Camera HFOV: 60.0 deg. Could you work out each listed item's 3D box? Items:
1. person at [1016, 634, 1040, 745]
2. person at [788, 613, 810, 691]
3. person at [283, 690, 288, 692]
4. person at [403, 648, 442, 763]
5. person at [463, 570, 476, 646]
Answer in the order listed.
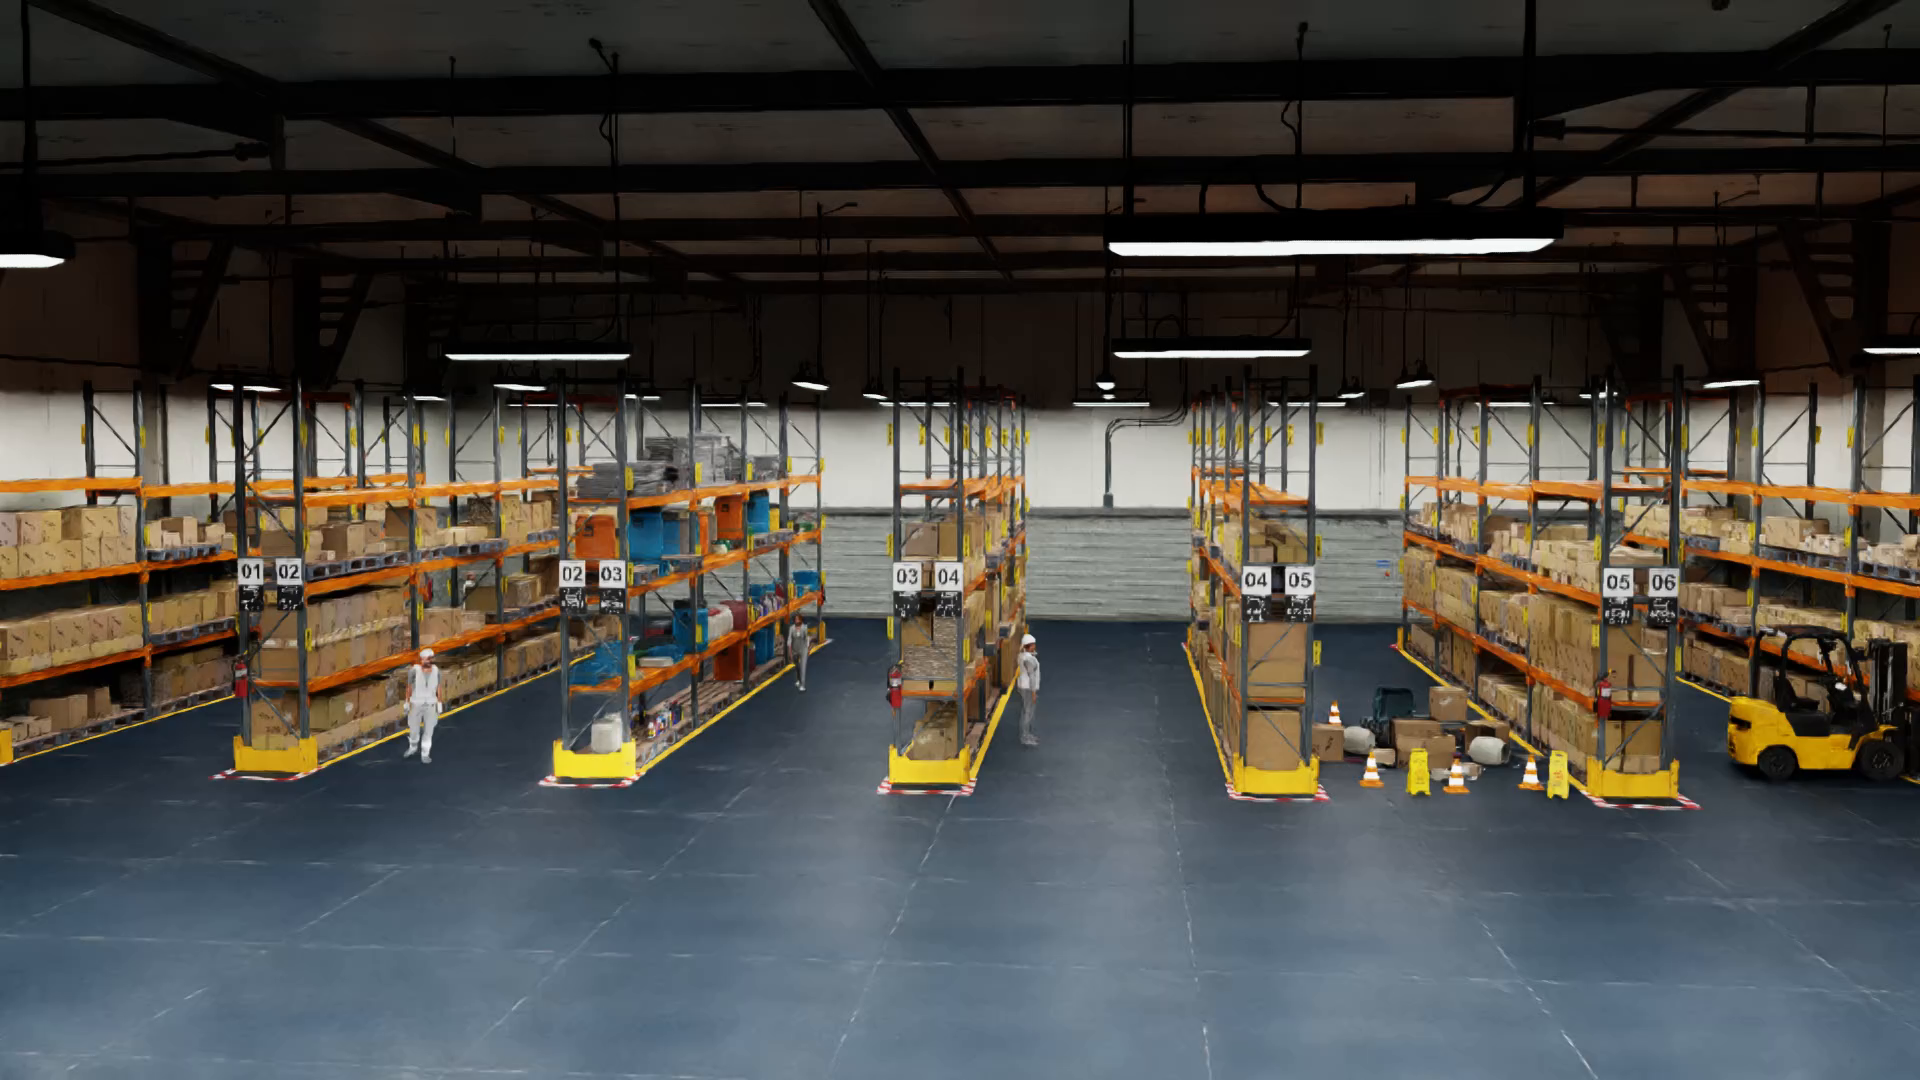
[{"bbox_3d":[1.134,2.412,27.068,0.398,1.776,0.623,-1,4,-13],"label":"person"},{"bbox_3d":[-3.194,2.184,32.884,0.419,1.514,1.038,0,4,3],"label":"person"},{"bbox_3d":[-11.580,2.368,28.755,0.544,1.667,0.573,3,4,38],"label":"person"},{"bbox_3d":[-8.263,2.529,25.563,0.591,1.780,0.573,-2,4,-30],"label":"person"},{"bbox_3d":[-11.681,1.617,39.818,0.440,1.785,0.701,0,4,-2],"label":"person"}]
